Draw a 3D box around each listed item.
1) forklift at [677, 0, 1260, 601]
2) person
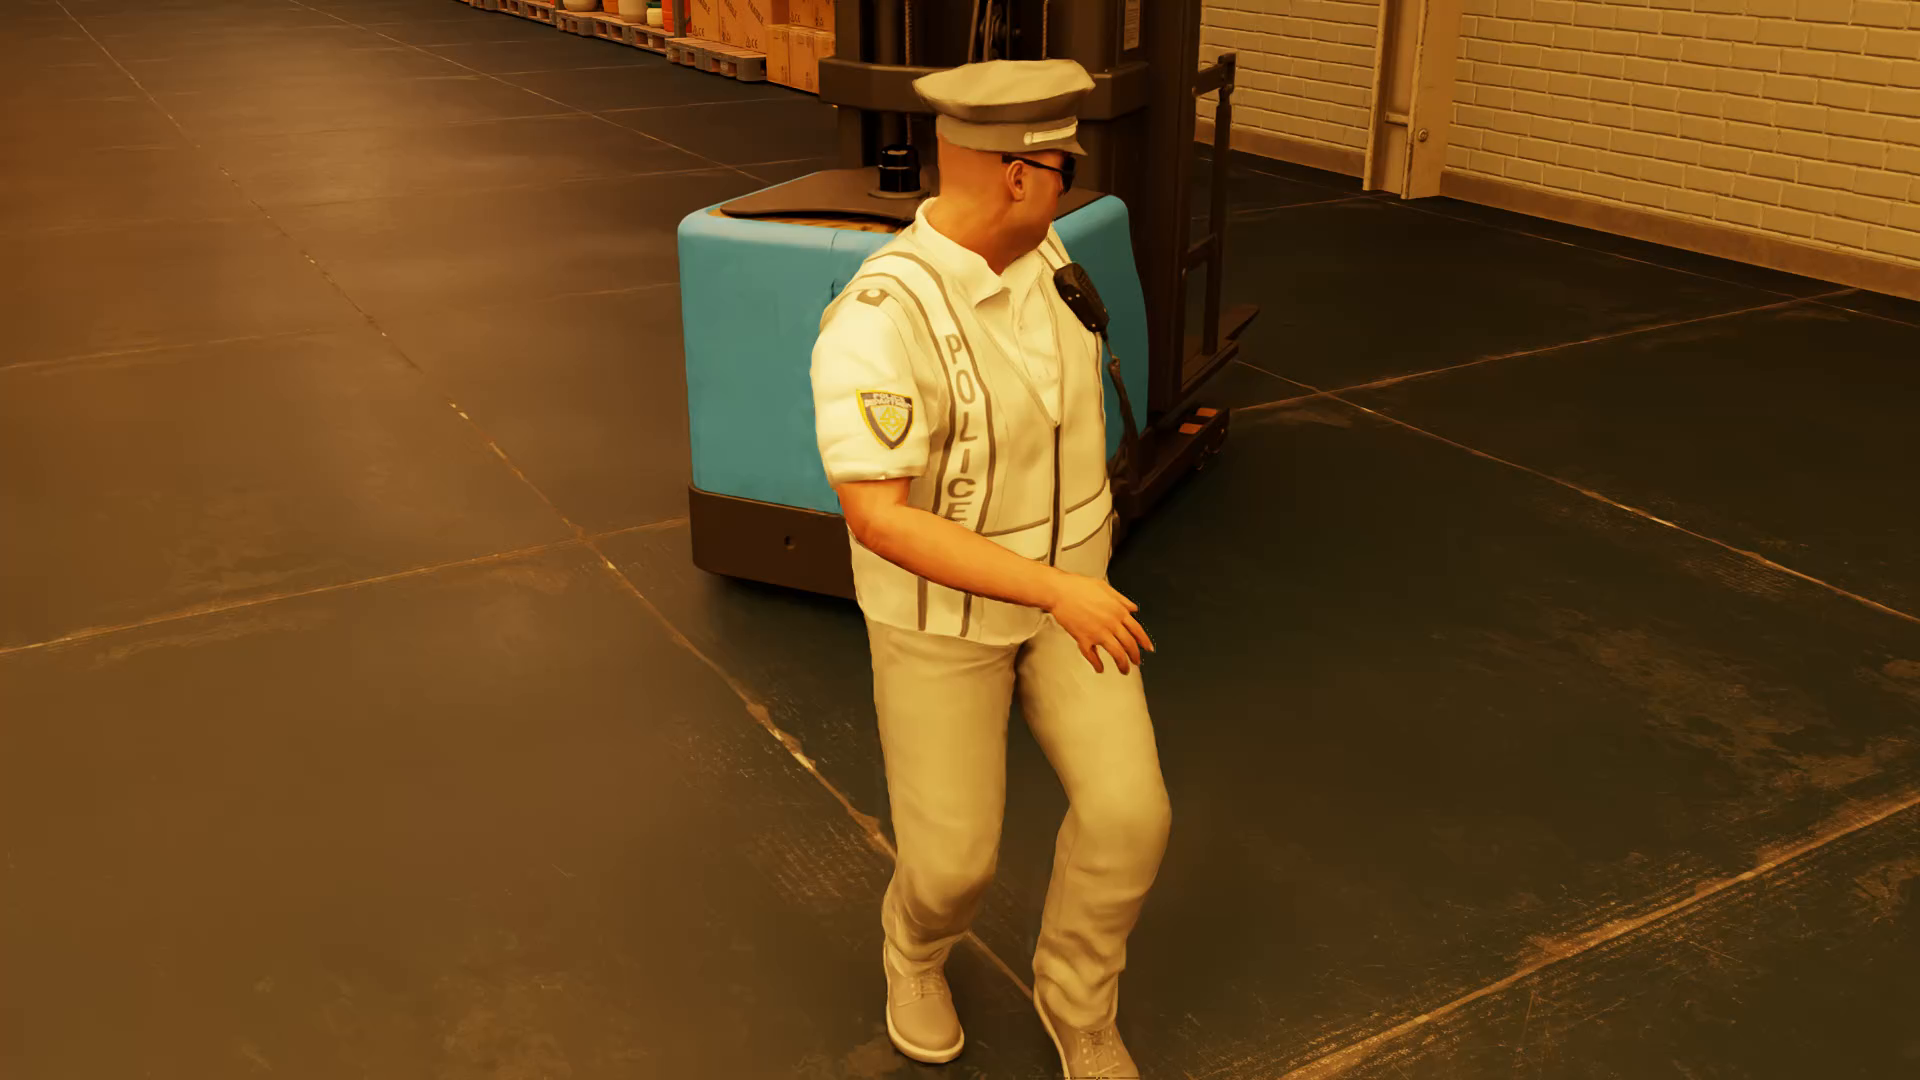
[{"bbox_3d":[0.304,-1.653,5.303,1.130,2.935,3.031,10,24,23],"label":"forklift"},{"bbox_3d":[0.027,0.126,2.705,0.631,1.760,0.798,-13,26,-28],"label":"person"}]
